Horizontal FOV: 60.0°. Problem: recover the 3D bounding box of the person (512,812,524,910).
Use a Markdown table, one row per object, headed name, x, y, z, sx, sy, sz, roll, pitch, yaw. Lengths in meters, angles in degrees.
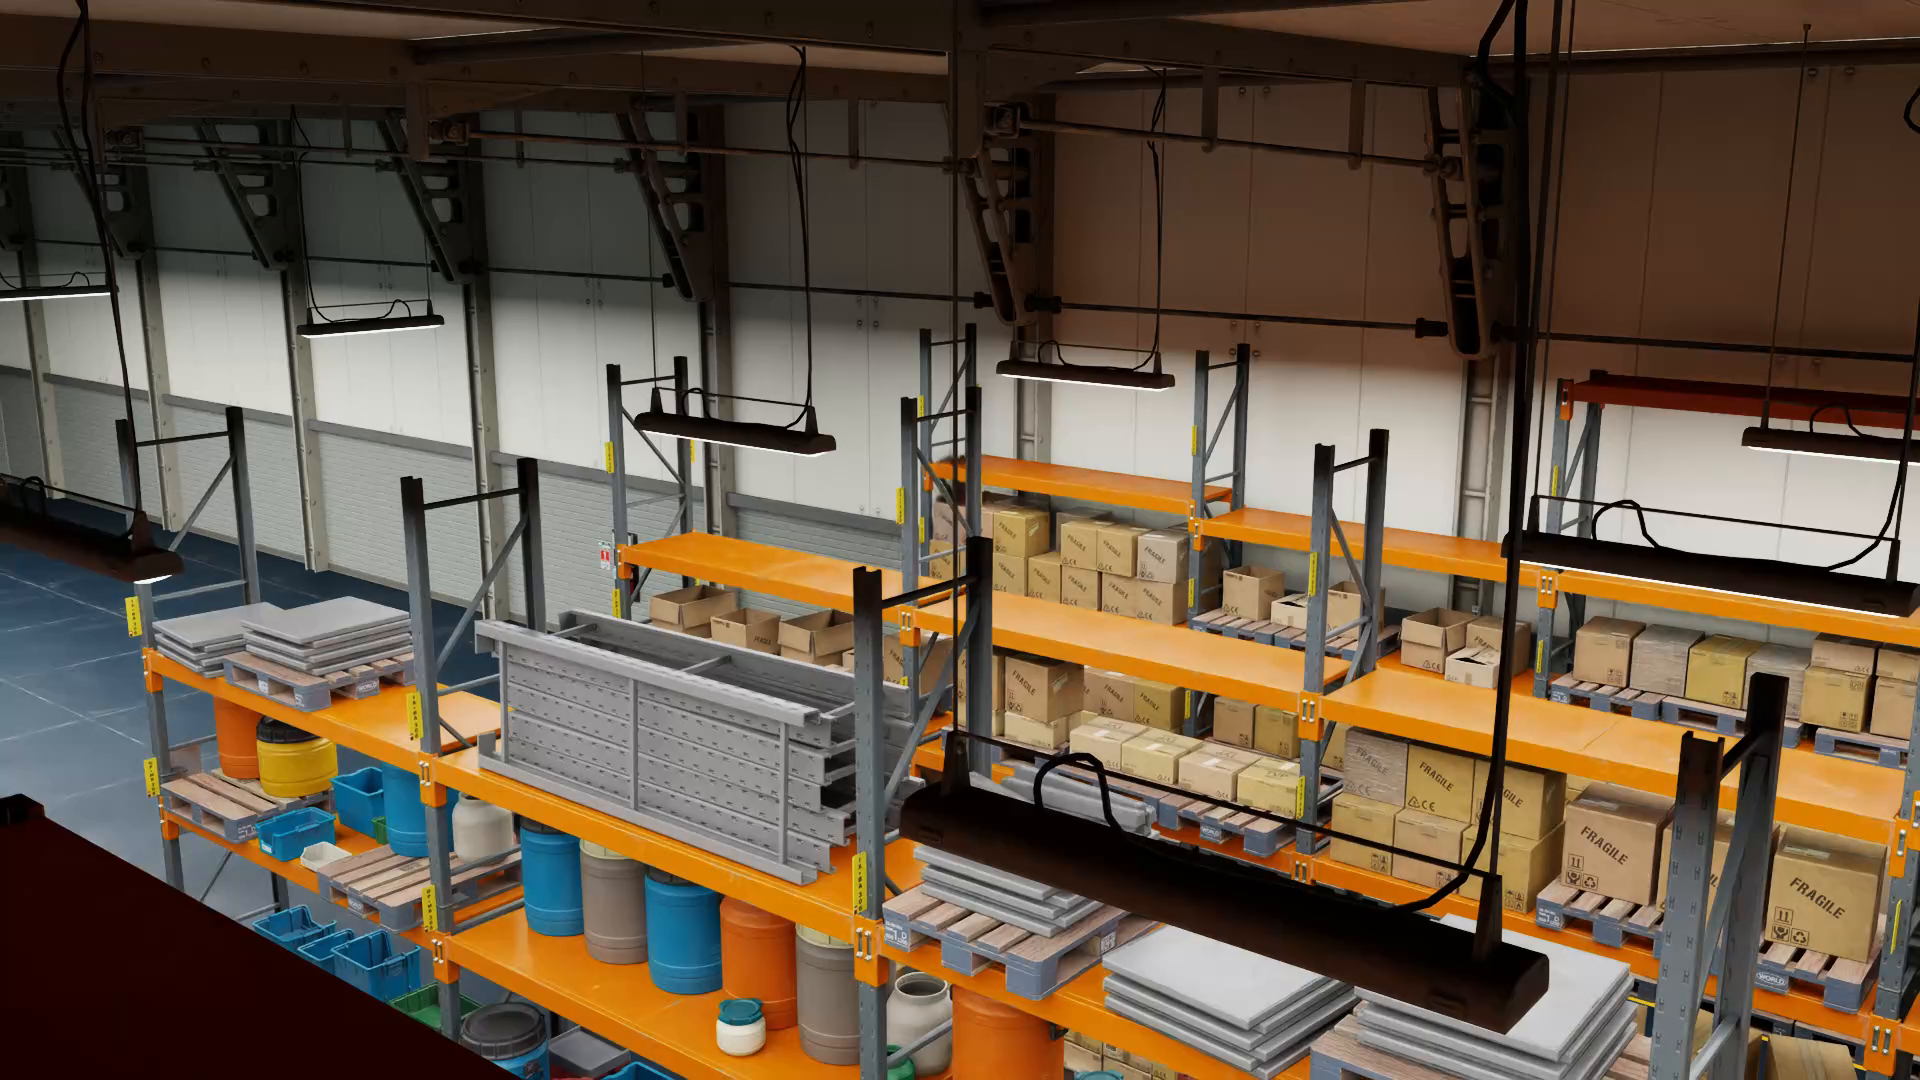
| name | x | y | z | sx | sy | sz | roll | pitch | yaw |
| --- | --- | --- | --- | --- | --- | --- | --- | --- | --- |
| person | -4.683 | 3.184 | 18.236 | 0.584 | 1.720 | 0.549 | -7 | 14 | -28 |
